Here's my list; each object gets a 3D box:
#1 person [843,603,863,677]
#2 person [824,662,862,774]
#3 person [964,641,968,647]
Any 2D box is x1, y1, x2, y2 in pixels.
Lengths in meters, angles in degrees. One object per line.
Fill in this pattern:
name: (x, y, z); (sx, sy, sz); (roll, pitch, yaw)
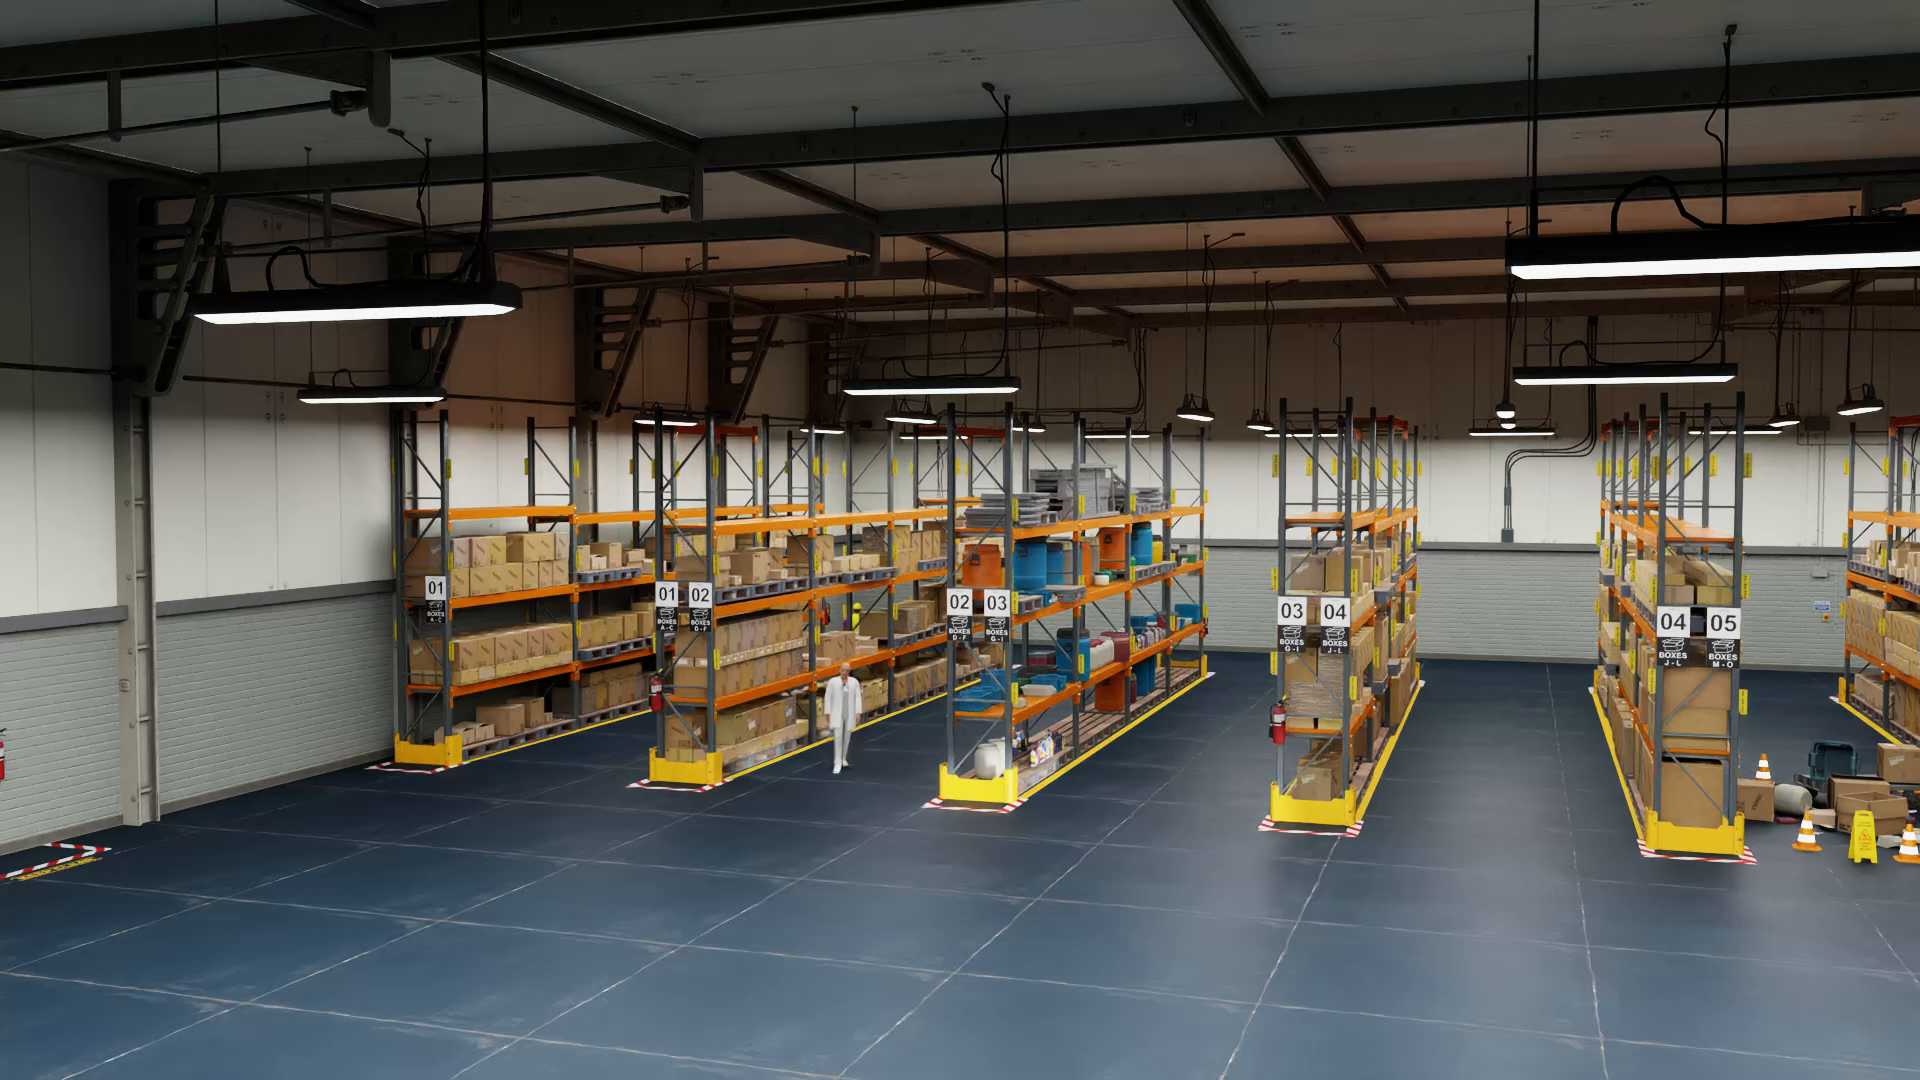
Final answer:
person: (-2.538, 2.399, 39.941); (0.611, 1.761, 0.478); (1, 3, 18)
person: (-1.942, 2.946, 27.670); (0.600, 1.821, 0.769); (-1, 3, -22)
person: (-0.027, 2.212, 44.631); (0.608, 1.709, 1.084); (1, 3, 21)
